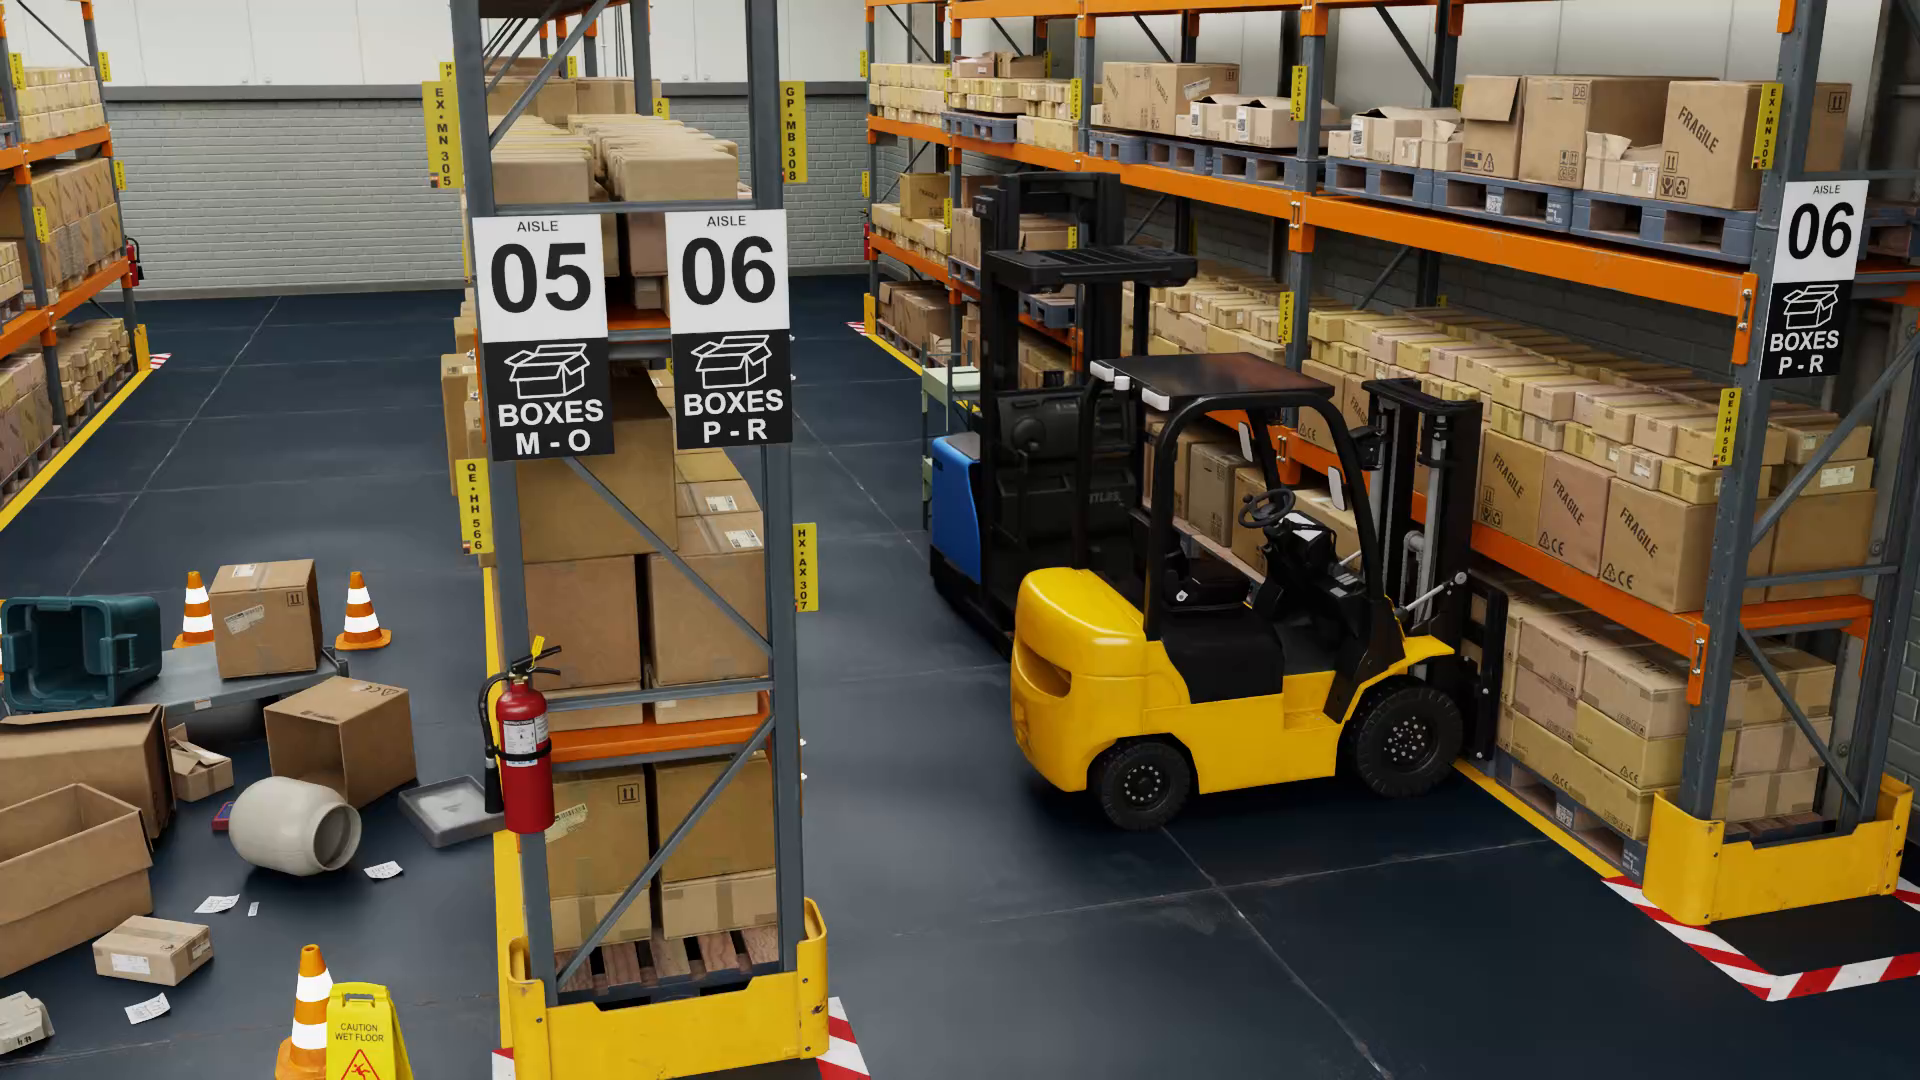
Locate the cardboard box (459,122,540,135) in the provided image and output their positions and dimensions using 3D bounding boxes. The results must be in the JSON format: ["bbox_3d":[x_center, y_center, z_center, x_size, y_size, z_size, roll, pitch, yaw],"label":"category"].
[{"bbox_3d":[-2.195,-1.917,7.957,0.380,0.149,0.250,-5,17,-16],"label":"cardboard box"}]

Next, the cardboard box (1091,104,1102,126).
[{"bbox_3d":[1.299,-3.503,13.688,0.380,0.166,0.250,-5,17,-15],"label":"cardboard box"}]

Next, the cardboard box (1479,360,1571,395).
[{"bbox_3d":[2.965,-0.844,8.730,0.380,0.149,0.250,-4,17,-14],"label":"cardboard box"}]

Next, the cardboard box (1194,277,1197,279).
[{"bbox_3d":[1.651,-2.016,13.147,0.380,0.149,0.250,-5,17,-15],"label":"cardboard box"}]

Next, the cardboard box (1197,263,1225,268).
[{"bbox_3d":[1.971,-2.194,13.742,0.380,0.149,0.250,-5,17,-15],"label":"cardboard box"}]

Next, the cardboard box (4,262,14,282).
[{"bbox_3d":[-8.735,-2.400,14.916,0.380,0.149,0.250,-5,17,-15],"label":"cardboard box"}]

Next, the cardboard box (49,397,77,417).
[{"bbox_3d":[-8.899,-1.305,16.309,0.380,0.149,0.250,-5,18,-18],"label":"cardboard box"}]

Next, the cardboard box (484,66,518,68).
[{"bbox_3d":[-4.040,-3.807,14.293,0.500,0.500,0.500,-5,17,-15],"label":"cardboard box"}]

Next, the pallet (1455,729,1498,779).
[{"bbox_3d":[3.111,0.953,9.411,1.003,0.211,1.213,-5,17,-15],"label":"pallet"}]

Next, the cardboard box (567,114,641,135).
[{"bbox_3d":[-1.880,-2.178,8.824,0.380,0.149,0.250,-4,17,-14],"label":"cardboard box"}]

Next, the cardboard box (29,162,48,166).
[{"bbox_3d":[-10.194,-3.835,18.076,0.500,0.500,0.500,-4,17,-14],"label":"cardboard box"}]

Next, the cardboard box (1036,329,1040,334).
[{"bbox_3d":[1.022,-2.184,17.497,0.380,0.149,0.250,-6,18,-18],"label":"cardboard box"}]

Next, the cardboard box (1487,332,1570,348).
[{"bbox_3d":[3.268,-1.098,9.574,0.380,0.149,0.250,-5,17,-16],"label":"cardboard box"}]

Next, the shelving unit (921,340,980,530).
[{"bbox_3d":[0.002,-0.716,12.730,0.431,1.500,0.755,-5,17,-15],"label":"shelving unit"}]

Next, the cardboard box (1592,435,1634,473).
[{"bbox_3d":[3.218,-0.414,7.816,0.380,0.149,0.250,-4,17,-14],"label":"cardboard box"}]

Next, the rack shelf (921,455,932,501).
[{"bbox_3d":[0.002,-0.404,12.824,0.431,0.370,0.720,-5,17,-15],"label":"rack shelf"}]

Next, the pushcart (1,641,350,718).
[{"bbox_3d":[-4.356,0.900,9.300,1.648,0.377,0.936,-12,20,-34],"label":"pushcart"}]

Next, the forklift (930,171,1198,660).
[{"bbox_3d":[0.755,-0.747,10.343,1.130,2.935,3.031,-6,18,-18],"label":"forklift"}]

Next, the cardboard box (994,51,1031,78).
[{"bbox_3d":[0.546,-4.983,17.409,0.396,0.266,0.258,-5,17,-16],"label":"cardboard box"}]

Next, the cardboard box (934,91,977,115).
[{"bbox_3d":[0.022,-4.777,18.171,0.500,0.250,0.500,-5,17,-15],"label":"cardboard box"}]

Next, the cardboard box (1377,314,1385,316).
[{"bbox_3d":[2.704,-1.416,11.151,0.380,0.149,0.250,-5,17,-17],"label":"cardboard box"}]

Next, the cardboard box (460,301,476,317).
[{"bbox_3d":[-2.146,-0.937,8.430,0.700,0.500,0.500,-5,17,-15],"label":"cardboard box"}]

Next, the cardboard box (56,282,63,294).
[{"bbox_3d":[-9.206,-2.538,16.625,0.380,0.149,0.250,-6,18,-18],"label":"cardboard box"}]

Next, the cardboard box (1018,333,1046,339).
[{"bbox_3d":[0.658,-1.994,16.865,0.380,0.149,0.250,-4,17,-13],"label":"cardboard box"}]

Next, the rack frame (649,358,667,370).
[{"bbox_3d":[-2.177,-0.550,9.569,1.000,3.000,0.127,-5,17,-15],"label":"rack frame"}]

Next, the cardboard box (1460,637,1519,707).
[{"bbox_3d":[2.970,0.649,8.759,0.500,0.250,0.500,-5,17,-17],"label":"cardboard box"}]

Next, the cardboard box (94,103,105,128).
[{"bbox_3d":[-9.827,-4.710,18.464,0.500,0.250,0.500,-5,17,-16],"label":"cardboard box"}]

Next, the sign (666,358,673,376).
[{"bbox_3d":[-1.658,-1.010,9.594,0.100,0.325,0.005,-5,17,-15],"label":"sign"}]

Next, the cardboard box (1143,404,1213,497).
[{"bbox_3d":[1.840,-0.760,13.666,0.875,0.625,0.625,-4,17,-13],"label":"cardboard box"}]

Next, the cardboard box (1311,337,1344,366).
[{"bbox_3d":[2.429,-1.193,10.408,0.380,0.149,0.250,-5,17,-16],"label":"cardboard box"}]

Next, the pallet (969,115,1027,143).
[{"bbox_3d":[0.795,-4.030,16.268,1.213,0.211,1.003,-5,17,-15],"label":"pallet"}]

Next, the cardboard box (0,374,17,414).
[{"bbox_3d":[-8.372,-1.232,14.152,0.500,0.250,0.500,-6,18,-18],"label":"cardboard box"}]

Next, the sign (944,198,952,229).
[{"bbox_3d":[-0.124,-3.526,17.971,0.100,0.325,0.005,-5,17,-15],"label":"sign"}]

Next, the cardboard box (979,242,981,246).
[{"bbox_3d":[0.409,-2.878,16.824,0.396,0.266,0.258,-4,17,-13],"label":"cardboard box"}]

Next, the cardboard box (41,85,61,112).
[{"bbox_3d":[-9.266,-4.378,16.491,0.500,0.250,0.500,-4,17,-14],"label":"cardboard box"}]

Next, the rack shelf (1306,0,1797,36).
[{"bbox_3d":[3.144,-2.727,8.335,1.077,0.370,4.000,-5,17,-15],"label":"rack shelf"}]

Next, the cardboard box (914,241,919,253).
[{"bbox_3d":[-0.342,-3.532,19.934,0.380,0.149,0.250,-5,17,-15],"label":"cardboard box"}]

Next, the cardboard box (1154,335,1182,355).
[{"bbox_3d":[1.805,-1.411,12.696,0.500,0.250,0.500,-4,17,-13],"label":"cardboard box"}]

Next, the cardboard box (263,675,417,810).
[{"bbox_3d":[-3.191,1.050,8.583,0.500,0.500,0.500,7,18,23],"label":"cardboard box"}]

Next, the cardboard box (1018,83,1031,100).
[{"bbox_3d":[0.759,-4.179,15.486,0.380,0.149,0.250,-5,17,-15],"label":"cardboard box"}]

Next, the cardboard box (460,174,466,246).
[{"bbox_3d":[-1.762,-1.353,6.773,0.500,0.250,0.500,-4,17,-14],"label":"cardboard box"}]

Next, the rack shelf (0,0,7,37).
[{"bbox_3d":[-8.558,-4.127,12.996,1.077,0.370,4.000,-5,17,-15],"label":"rack shelf"}]

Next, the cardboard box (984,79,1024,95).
[{"bbox_3d":[0.450,-4.470,16.420,0.380,0.149,0.250,-4,17,-14],"label":"cardboard box"}]

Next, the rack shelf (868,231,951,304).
[{"bbox_3d":[-0.154,-3.365,20.191,1.077,0.370,4.000,-5,17,-15],"label":"rack shelf"}]

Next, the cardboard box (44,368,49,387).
[{"bbox_3d":[-9.003,-1.576,16.176,0.380,0.149,0.250,-4,17,-13],"label":"cardboard box"}]

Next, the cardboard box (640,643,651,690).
[{"bbox_3d":[-1.056,0.498,6.518,0.380,0.149,0.250,-4,17,-14],"label":"cardboard box"}]

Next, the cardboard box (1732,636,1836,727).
[{"bbox_3d":[3.743,0.652,7.879,0.500,0.250,0.500,-5,17,-16],"label":"cardboard box"}]

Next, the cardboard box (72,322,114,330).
[{"bbox_3d":[-9.804,-2.370,18.820,0.380,0.149,0.250,-4,17,-14],"label":"cardboard box"}]

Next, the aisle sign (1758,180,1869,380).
[{"bbox_3d":[3.429,-1.041,6.684,0.394,0.787,0.004,-5,17,-15],"label":"aisle sign"}]

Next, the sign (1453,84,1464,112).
[{"bbox_3d":[3.127,-2.710,10.509,0.100,0.325,0.005,-5,17,-15],"label":"sign"}]

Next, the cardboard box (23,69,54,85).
[{"bbox_3d":[-9.270,-4.606,16.555,0.380,0.149,0.250,-4,17,-12],"label":"cardboard box"}]

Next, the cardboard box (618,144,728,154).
[{"bbox_3d":[-1.074,-1.399,6.231,0.380,0.149,0.250,-5,17,-15],"label":"cardboard box"}]

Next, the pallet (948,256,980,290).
[{"bbox_3d":[0.510,-2.835,17.509,1.003,0.211,1.213,-5,17,-15],"label":"pallet"}]

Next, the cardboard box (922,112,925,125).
[{"bbox_3d":[-0.225,-4.836,19.061,0.380,0.149,0.250,-4,17,-13],"label":"cardboard box"}]

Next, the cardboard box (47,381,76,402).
[{"bbox_3d":[-8.899,-1.447,16.265,0.380,0.149,0.250,-4,17,-13],"label":"cardboard box"}]

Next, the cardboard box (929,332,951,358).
[{"bbox_3d":[-0.138,-2.278,19.343,0.396,0.266,0.258,-4,17,-13],"label":"cardboard box"}]

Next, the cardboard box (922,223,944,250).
[{"bbox_3d":[-0.131,-3.486,19.087,0.500,0.250,0.500,-5,17,-15],"label":"cardboard box"}]
